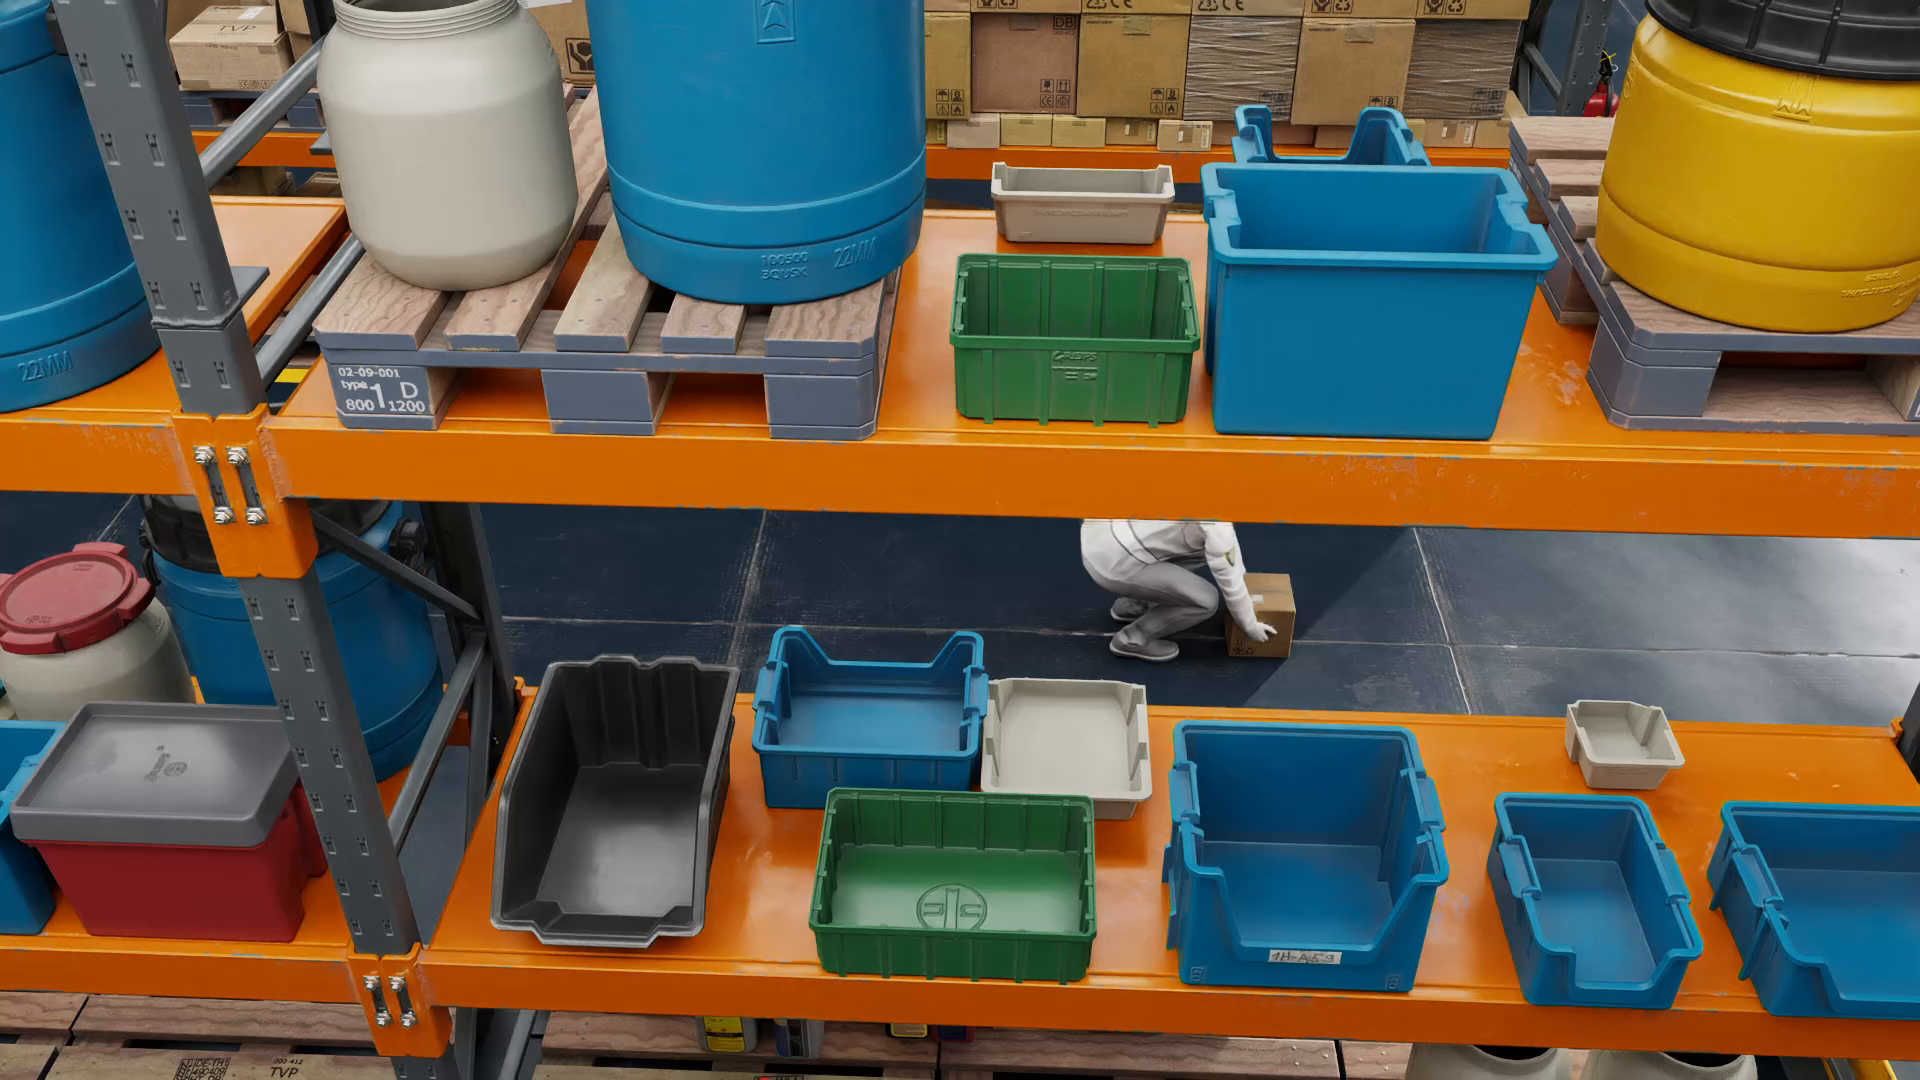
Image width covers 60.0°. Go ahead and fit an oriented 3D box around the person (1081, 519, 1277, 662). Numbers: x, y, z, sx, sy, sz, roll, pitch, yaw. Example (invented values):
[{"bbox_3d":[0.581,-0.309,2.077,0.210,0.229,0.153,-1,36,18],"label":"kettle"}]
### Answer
[{"bbox_3d":[0.917,0.033,6.762,0.856,0.899,0.486,1,36,2],"label":"person"}]
